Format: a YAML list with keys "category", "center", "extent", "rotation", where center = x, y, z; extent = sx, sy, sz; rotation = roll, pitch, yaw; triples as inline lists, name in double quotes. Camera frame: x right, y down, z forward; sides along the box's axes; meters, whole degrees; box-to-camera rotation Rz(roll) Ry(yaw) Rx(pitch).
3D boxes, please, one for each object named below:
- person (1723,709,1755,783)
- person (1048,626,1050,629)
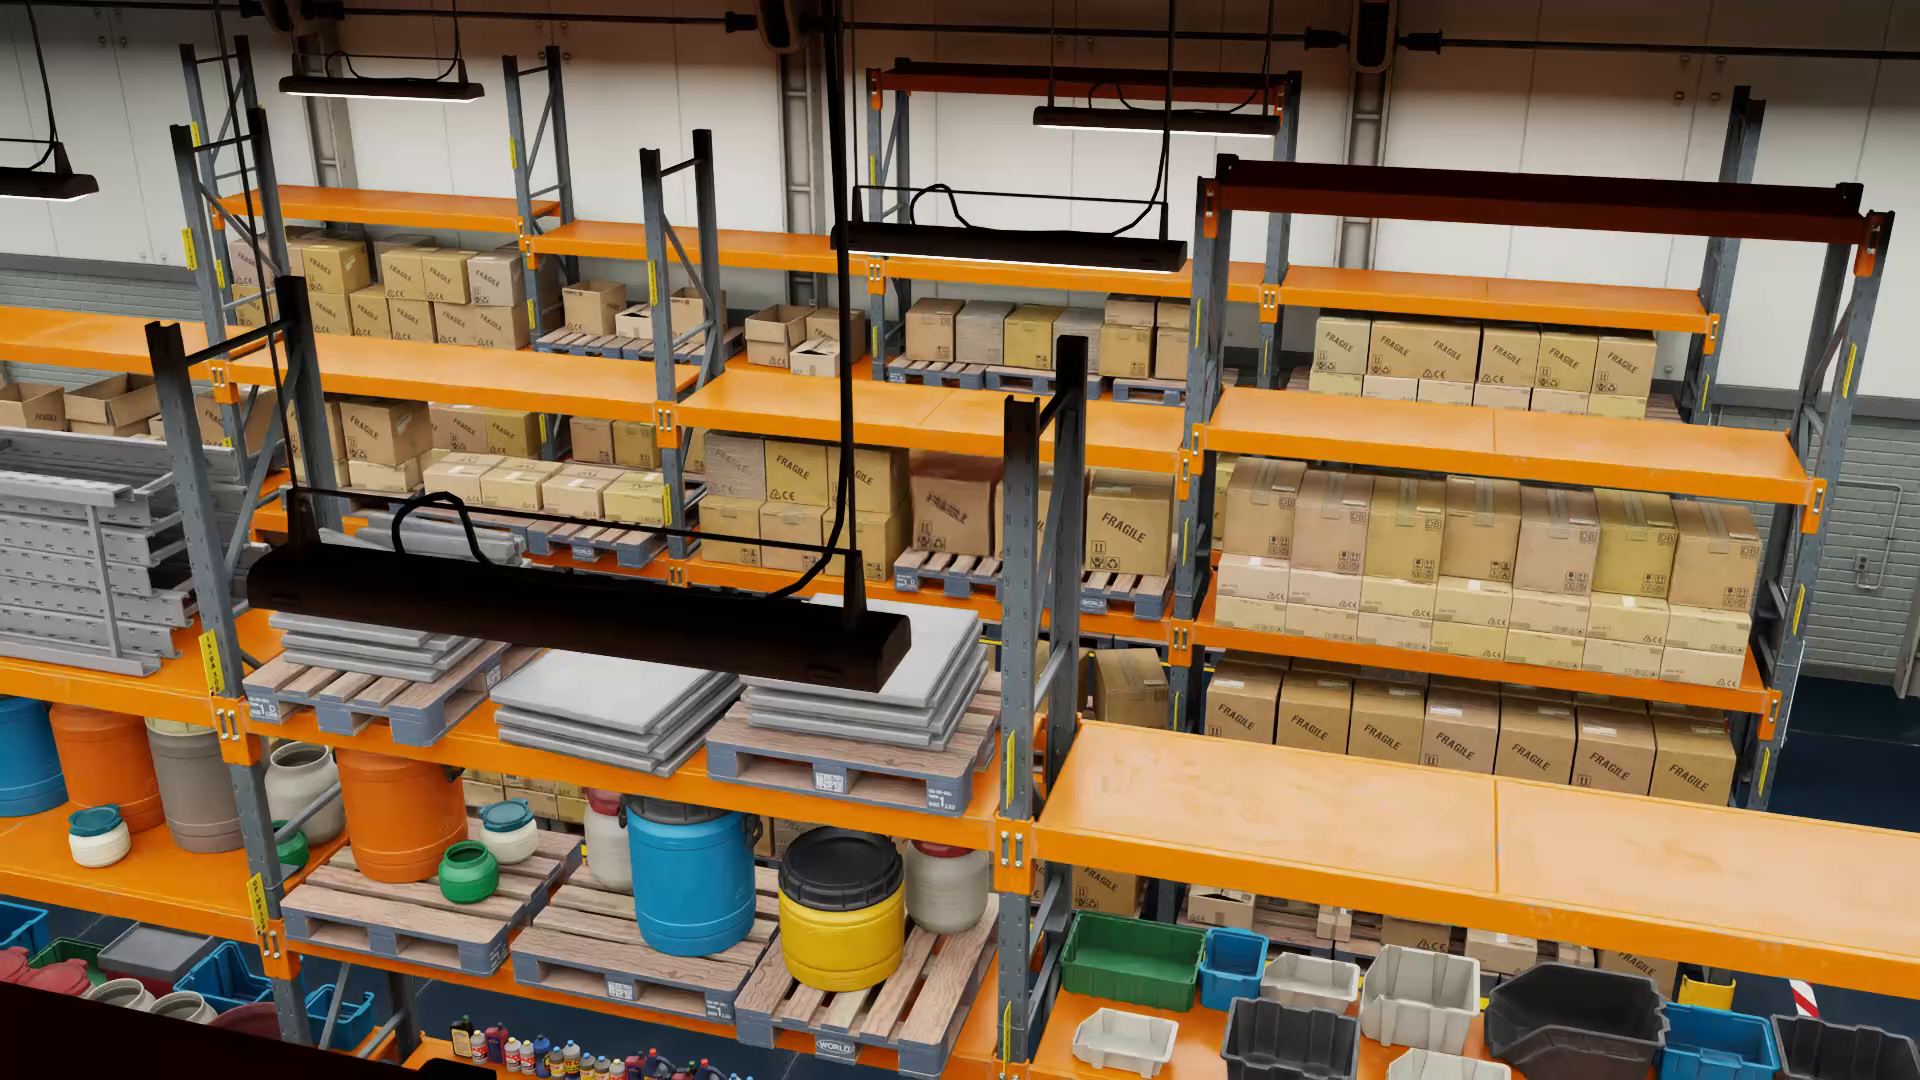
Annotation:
- category: "person"
  center: [7.001, 1.467, 15.141]
  extent: [0.818, 1.655, 0.644]
  rotation: [-4, 23, -10]
- category: "person"
  center: [0.965, 0.685, 16.592]
  extent: [0.536, 1.504, 0.438]
  rotation: [15, 27, 31]
